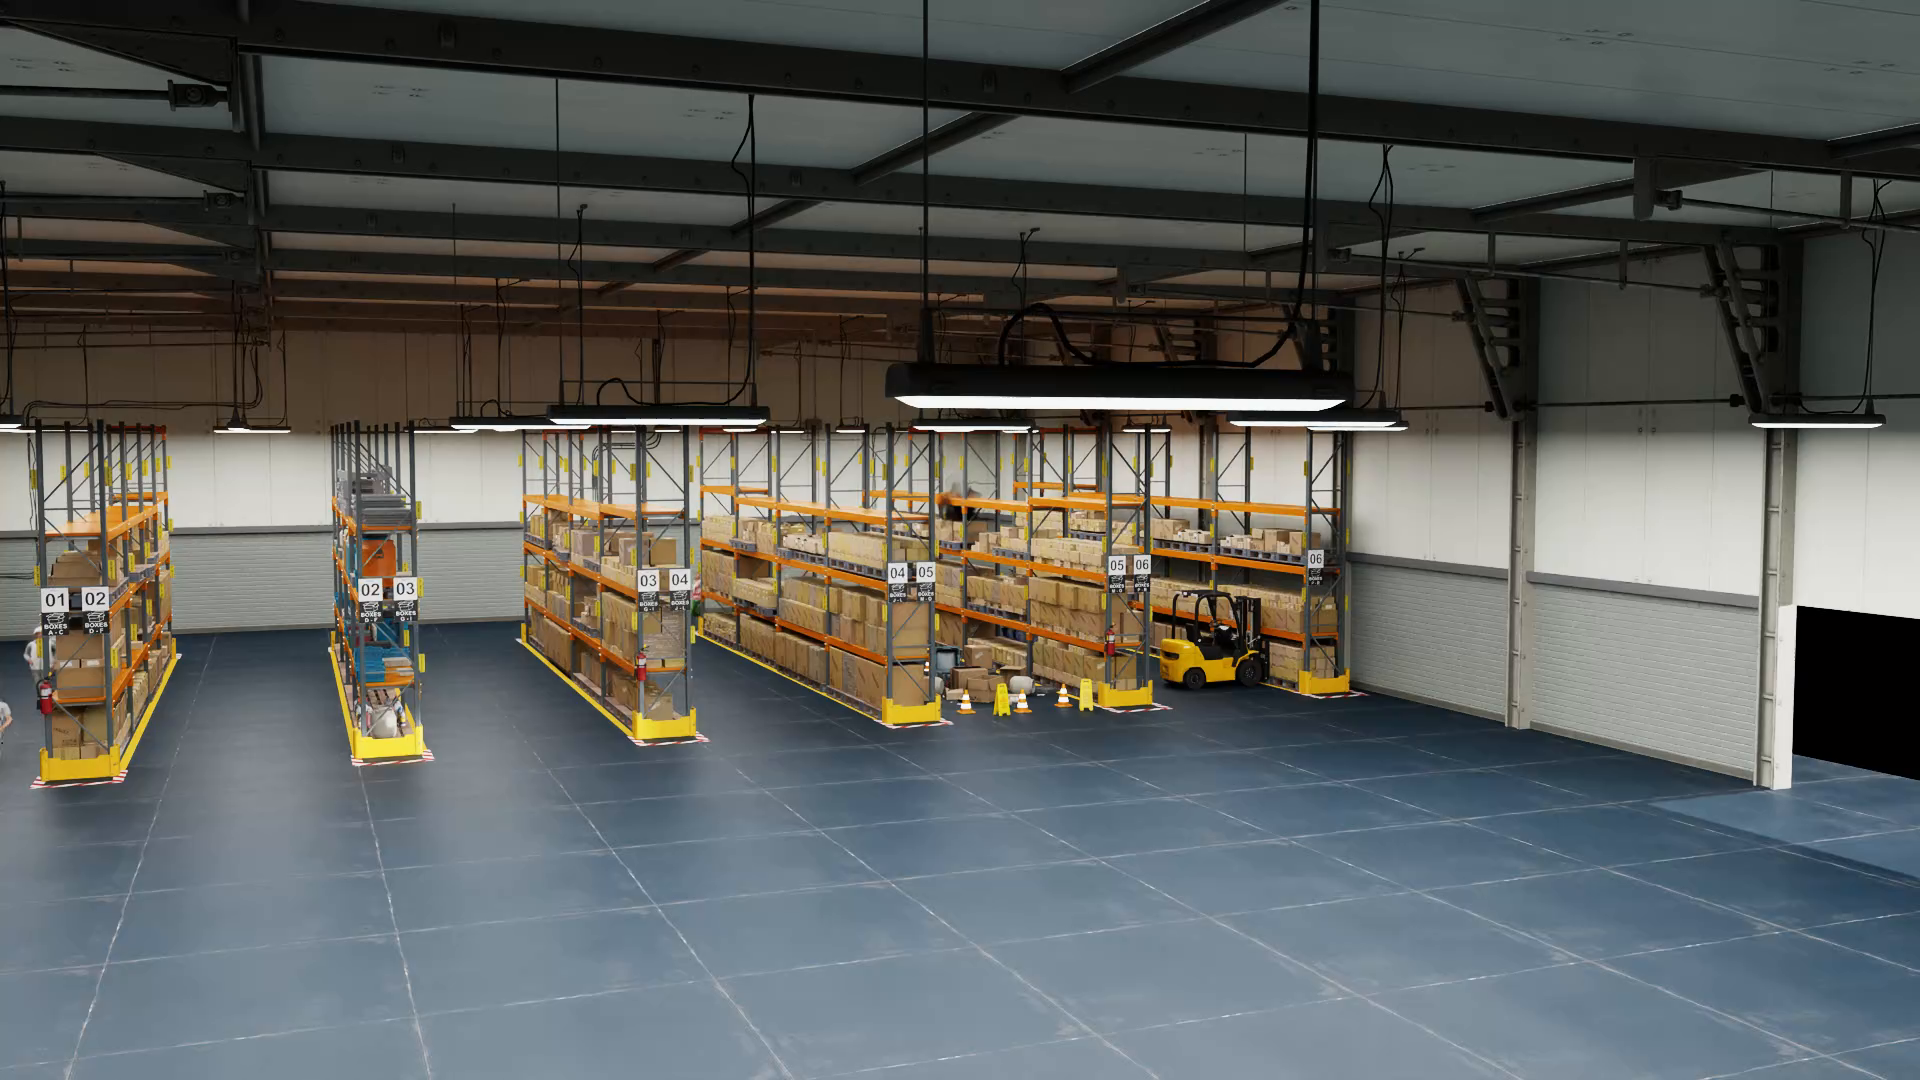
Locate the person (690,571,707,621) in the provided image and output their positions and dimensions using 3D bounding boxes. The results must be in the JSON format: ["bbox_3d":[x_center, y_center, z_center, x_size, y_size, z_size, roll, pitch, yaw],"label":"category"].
[{"bbox_3d":[-7.829,1.769,49.029,0.947,1.737,0.707,-2,4,-34],"label":"person"}]

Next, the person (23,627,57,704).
[{"bbox_3d":[-19.172,2.678,34.699,0.658,1.734,0.599,-1,4,-20],"label":"person"}]

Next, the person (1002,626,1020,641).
[{"bbox_3d":[1.385,2.116,44.728,0.584,1.689,0.680,-2,4,-23],"label":"person"}]

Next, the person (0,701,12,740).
[{"bbox_3d":[-15.857,3.217,27.218,0.591,1.641,0.788,-3,5,-43],"label":"person"}]
